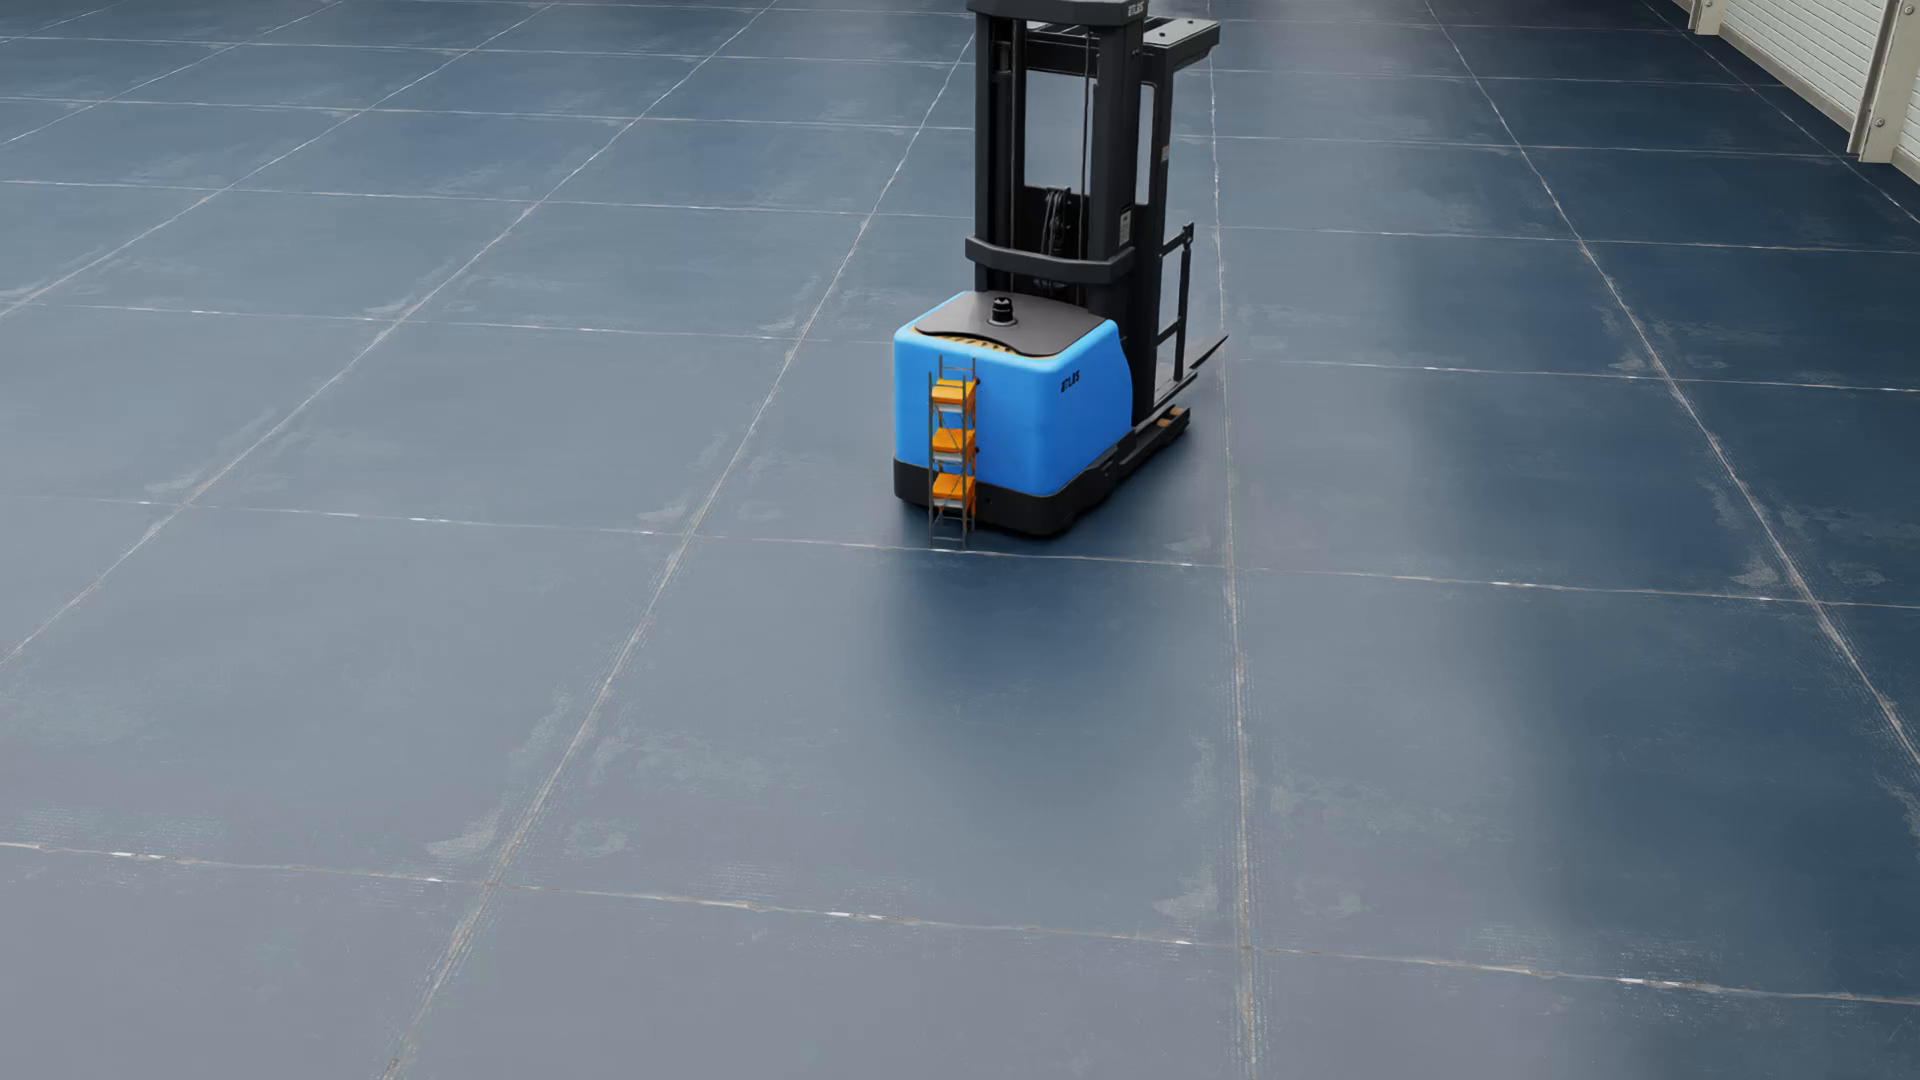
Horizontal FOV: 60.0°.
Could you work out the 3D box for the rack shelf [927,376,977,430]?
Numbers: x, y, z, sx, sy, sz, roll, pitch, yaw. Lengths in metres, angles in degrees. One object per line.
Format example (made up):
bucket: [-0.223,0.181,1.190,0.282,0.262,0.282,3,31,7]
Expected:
rack shelf: [-0.041,-0.702,8.871,0.215,0.259,0.240,6,29,11]

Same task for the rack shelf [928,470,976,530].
rack shelf: [-0.041,-0.208,9.137,0.215,0.259,0.240,6,29,11]

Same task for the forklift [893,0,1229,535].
forklift: [0.796,-1.979,9.833,1.130,2.935,3.031,15,32,26]

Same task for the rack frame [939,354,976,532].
rack frame: [-0.015,-0.518,9.105,0.200,1.050,0.008,6,29,11]

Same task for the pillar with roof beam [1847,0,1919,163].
pillar with roof beam: [4.570,-7.934,14.489,9.100,9.000,0.400,3,28,6]

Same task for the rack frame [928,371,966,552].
rack frame: [-0.067,-0.405,8.896,0.200,1.050,0.008,6,29,11]

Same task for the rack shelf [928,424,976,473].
rack shelf: [-0.041,-0.453,9.006,0.215,0.259,0.240,6,29,11]

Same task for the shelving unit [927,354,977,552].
shelving unit: [-0.041,-0.462,9.000,0.215,1.050,0.252,6,29,11]

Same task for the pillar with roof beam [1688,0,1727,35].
pillar with roof beam: [5.305,-10.758,19.732,9.100,9.000,0.400,3,28,6]
